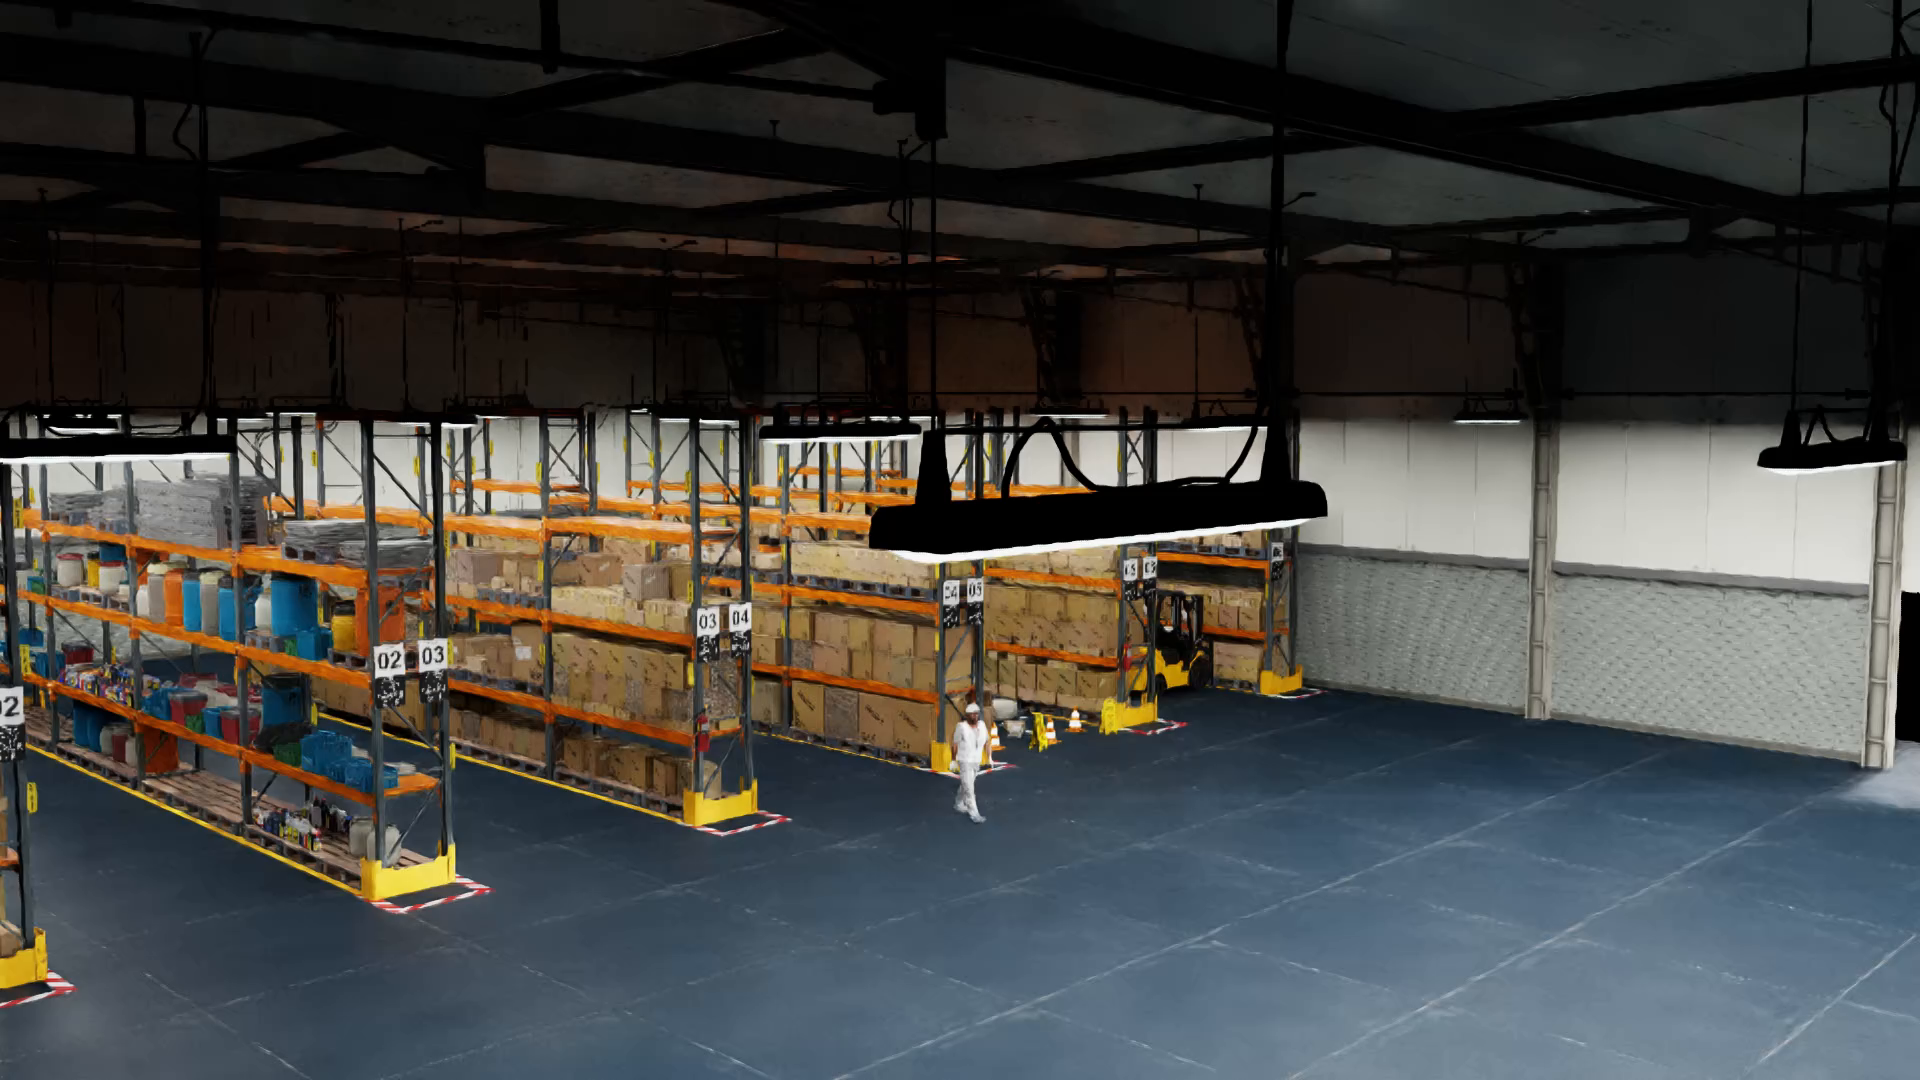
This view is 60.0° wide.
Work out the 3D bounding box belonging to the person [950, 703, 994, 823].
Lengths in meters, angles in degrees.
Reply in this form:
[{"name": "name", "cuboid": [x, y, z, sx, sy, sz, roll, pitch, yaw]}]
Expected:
[{"name": "person", "cuboid": [0.190, 3.274, 24.683, 0.552, 1.724, 1.037, -4, 6, -37]}]
